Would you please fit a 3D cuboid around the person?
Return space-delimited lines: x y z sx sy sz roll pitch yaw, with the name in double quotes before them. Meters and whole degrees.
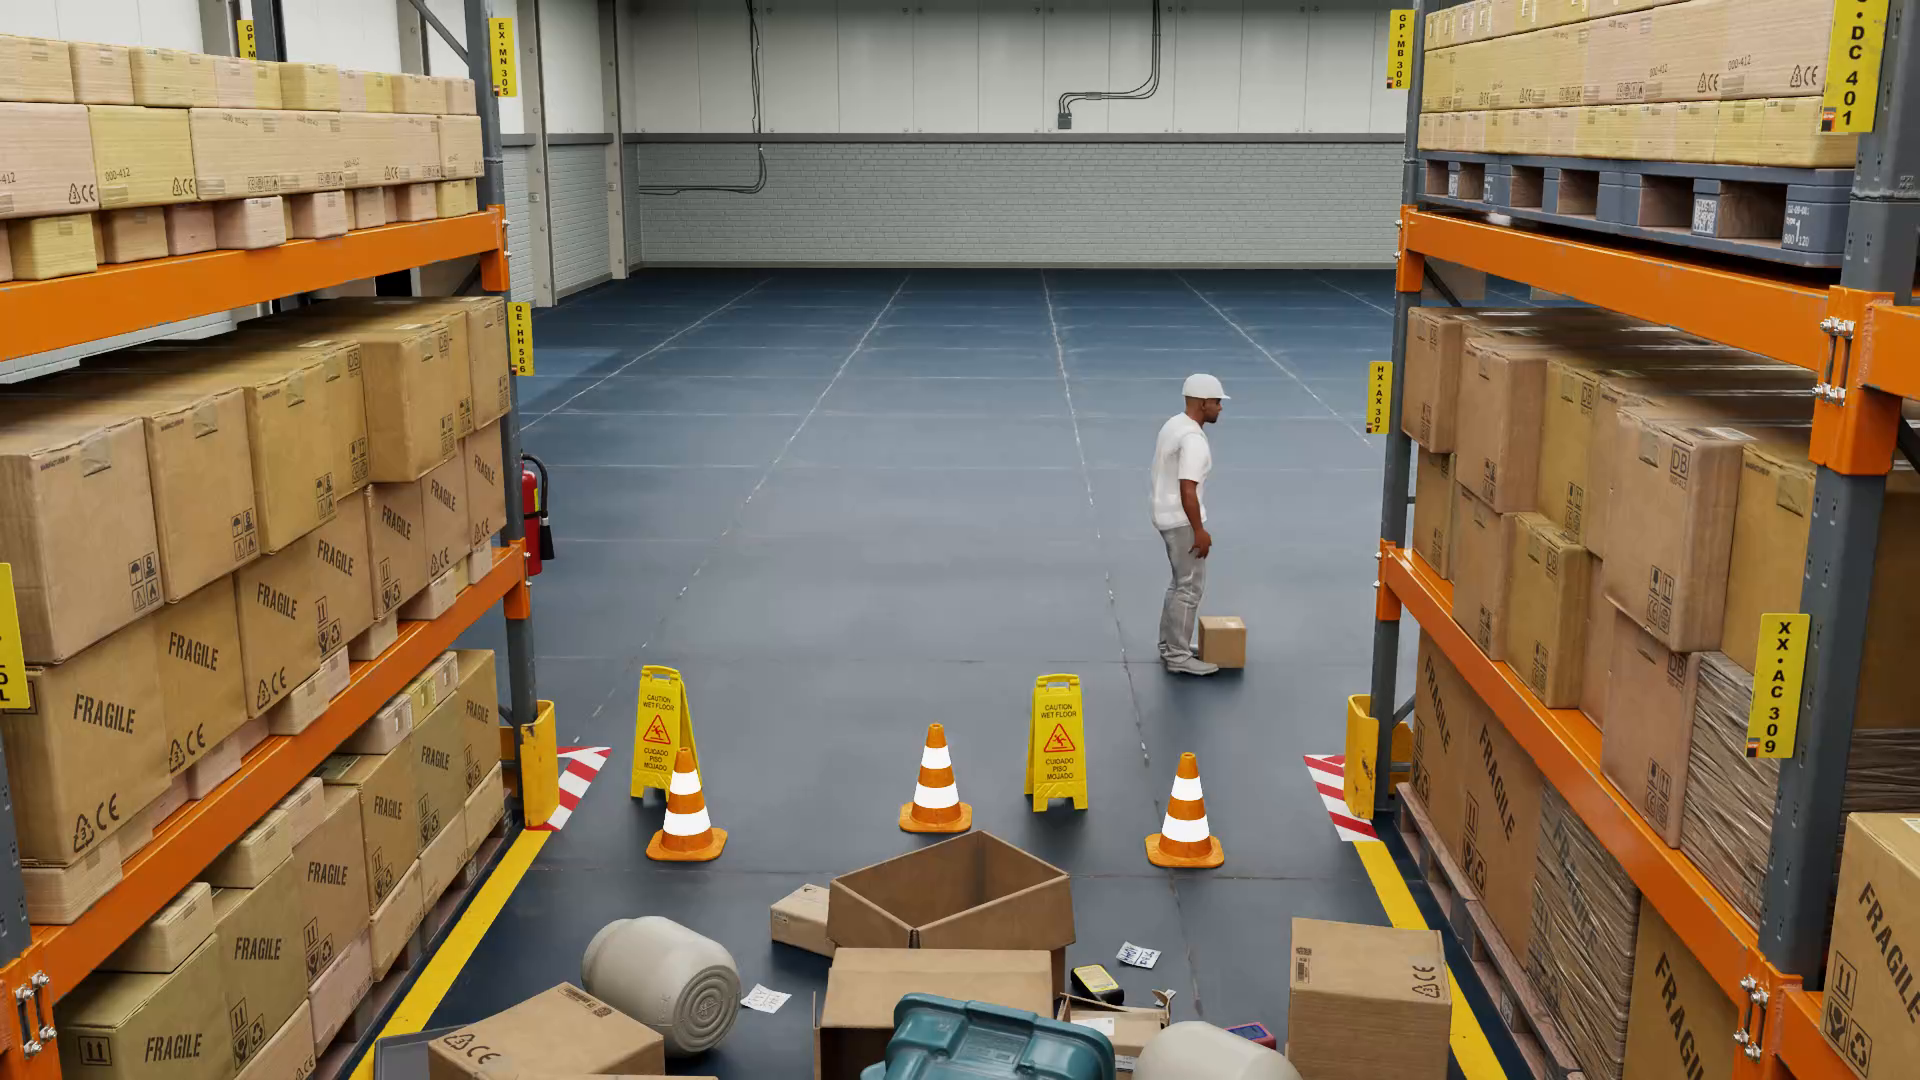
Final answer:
"person" 1.363 -0.112 9.916 0.457 1.761 0.638 0 14 -1
